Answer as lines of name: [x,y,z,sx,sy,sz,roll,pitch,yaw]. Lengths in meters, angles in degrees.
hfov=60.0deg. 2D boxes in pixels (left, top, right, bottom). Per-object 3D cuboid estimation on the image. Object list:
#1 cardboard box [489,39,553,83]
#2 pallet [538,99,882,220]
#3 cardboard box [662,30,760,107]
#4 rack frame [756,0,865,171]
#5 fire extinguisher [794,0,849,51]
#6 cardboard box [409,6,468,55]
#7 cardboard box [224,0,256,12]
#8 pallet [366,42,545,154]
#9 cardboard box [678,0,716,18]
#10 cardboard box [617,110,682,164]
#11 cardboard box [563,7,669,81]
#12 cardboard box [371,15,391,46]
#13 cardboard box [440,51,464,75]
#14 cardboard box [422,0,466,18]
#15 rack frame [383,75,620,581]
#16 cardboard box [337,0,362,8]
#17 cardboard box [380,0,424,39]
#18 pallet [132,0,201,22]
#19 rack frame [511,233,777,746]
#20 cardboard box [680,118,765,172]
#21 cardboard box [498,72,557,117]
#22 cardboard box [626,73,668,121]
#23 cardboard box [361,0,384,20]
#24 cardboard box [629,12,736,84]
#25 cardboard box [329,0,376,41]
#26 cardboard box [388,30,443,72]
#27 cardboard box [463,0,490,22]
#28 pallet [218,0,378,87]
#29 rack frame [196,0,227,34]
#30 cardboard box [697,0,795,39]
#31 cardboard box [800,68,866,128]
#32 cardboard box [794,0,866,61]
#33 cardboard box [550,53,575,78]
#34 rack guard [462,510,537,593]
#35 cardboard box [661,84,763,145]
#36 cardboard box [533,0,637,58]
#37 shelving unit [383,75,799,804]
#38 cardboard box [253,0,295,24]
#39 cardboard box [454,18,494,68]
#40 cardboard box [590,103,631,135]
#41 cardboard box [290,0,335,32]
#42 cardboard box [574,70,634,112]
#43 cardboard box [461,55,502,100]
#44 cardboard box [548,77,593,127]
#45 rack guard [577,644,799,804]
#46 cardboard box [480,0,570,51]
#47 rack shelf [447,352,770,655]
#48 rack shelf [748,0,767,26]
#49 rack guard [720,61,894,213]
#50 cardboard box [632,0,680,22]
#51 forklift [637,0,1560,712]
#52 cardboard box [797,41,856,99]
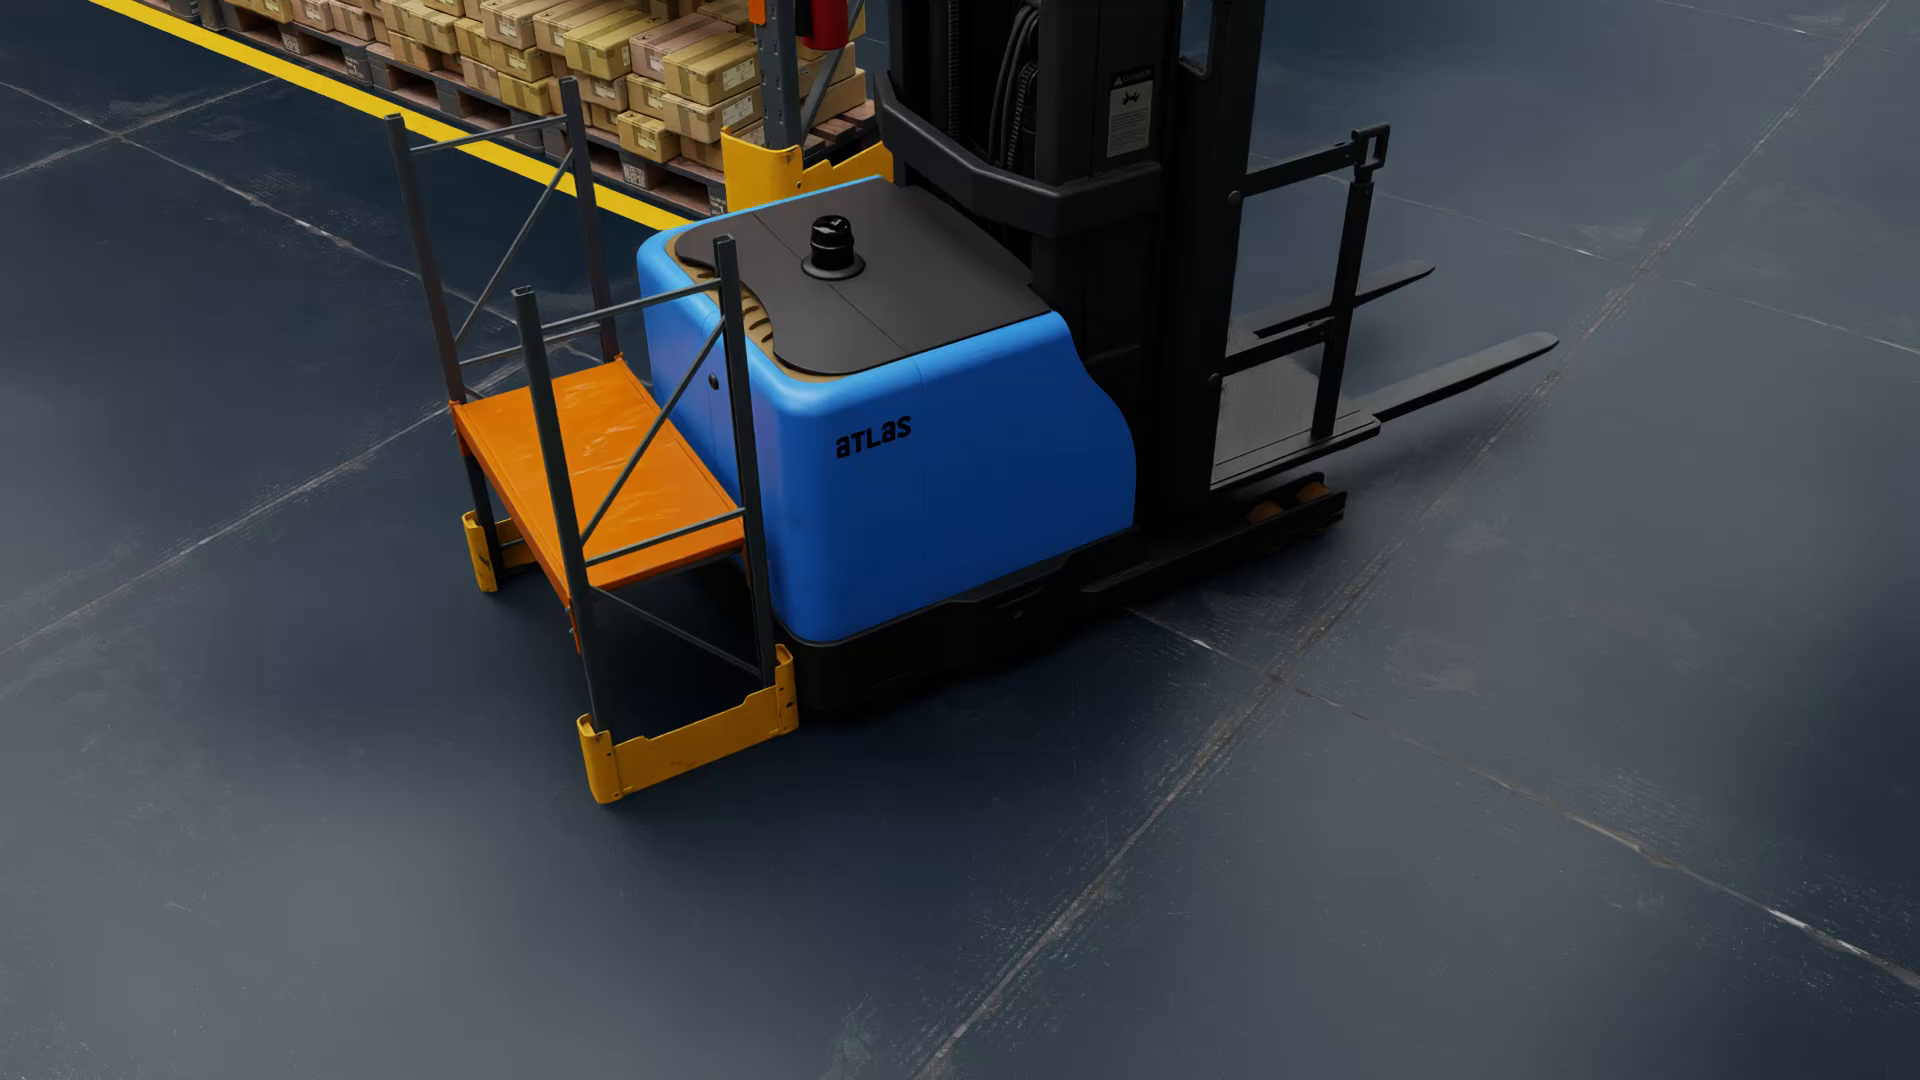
cardboard box: [-1.833,-2.167,7.315,0.250,0.149,0.380,26,45,29]
pallet: [-1.091,-1.820,7.403,1.213,0.211,1.003,25,45,29]
cardboard box: [-0.982,-1.919,6.757,0.250,0.149,0.380,26,45,29]
rack frame: [-0.407,-2.568,6.097,0.127,3.000,1.000,25,45,29]
fire extinguisher: [-0.487,-2.070,5.826,0.183,0.674,0.296,25,45,29]
cardboard box: [-2.261,-2.362,7.564,0.250,0.149,0.380,26,45,29]
cardboard box: [-3.490,-2.815,8.384,0.250,0.149,0.380,23,44,27]
pallet: [-2.056,-2.277,7.987,1.213,0.211,1.003,25,45,29]
cardboard box: [-1.031,-2.409,7.383,0.250,0.149,0.380,25,45,28]
cardboard box: [-1.218,-1.752,7.027,0.250,0.149,0.380,27,45,30]
cardboard box: [-1.429,-2.076,6.958,0.250,0.149,0.380,24,44,28]
cardboard box: [-2.583,-2.494,7.974,0.250,0.149,0.380,23,44,27]
cardboard box: [-2.180,-2.288,7.711,0.250,0.149,0.380,27,45,30]
cardboard box: [-2.211,-2.515,7.518,0.250,0.149,0.380,25,45,29]
rack frame: [-1.222,-0.547,4.729,0.500,1.500,0.032,-20,42,-23]
cardboard box: [-2.807,-2.707,8.004,0.250,0.149,0.380,23,44,26]
cardboard box: [-2.441,-2.466,7.698,0.250,0.149,0.380,25,44,28]
pallet: [-4.204,-3.259,9.241,1.213,0.211,1.003,25,45,29]
rack frame: [-0.715,-0.004,4.035,0.500,1.500,0.032,-20,42,-23]
cardboard box: [-0.952,-1.706,6.967,0.250,0.149,0.380,26,45,29]
cardboard box: [-1.820,-2.045,7.400,0.250,0.149,0.380,23,44,27]
cardboard box: [-1.175,-1.910,6.987,0.250,0.149,0.380,24,44,28]
cardboard box: [-2.603,-2.592,7.858,0.250,0.149,0.380,27,46,30]
cardboard box: [-1.146,-2.041,6.913,0.250,0.149,0.380,26,45,29]
cardboard box: [-2.818,-2.577,8.080,0.250,0.149,0.380,24,44,28]
cardboard box: [-2.435,-2.349,7.789,0.250,0.149,0.380,24,44,27]
cardboard box: [-1.986,-2.431,7.411,0.250,0.149,0.380,24,44,27]
pallet: [-3.029,-2.734,8.571,1.213,0.211,1.003,25,45,29]
rack frame: [-3.584,-4.066,8.010,0.127,3.000,1.000,25,45,29]
cardboard box: [-0.909,-2.252,7.182,0.250,0.149,0.380,26,45,29]
cardboard box: [-0.629,-1.964,7.297,0.250,0.149,0.380,26,45,29]
cardboard box: [-0.617,-2.208,7.126,0.250,0.149,0.380,23,44,27]
cardboard box: [-1.565,-2.131,7.269,0.250,0.149,0.380,25,44,28]
rack guard: [-1.209,-0.045,5.103,0.587,0.250,0.087,-20,42,-23]
cardboard box: [-1.000,-1.786,6.828,0.250,0.149,0.380,24,44,27]
cardboard box: [-1.596,-2.204,7.121,0.250,0.149,0.380,23,44,27]
shelving unit: [-0.964,-0.270,4.376,0.587,1.500,1.083,-20,42,-23]
cardboard box: [-3.279,-2.715,8.257,0.250,0.149,0.380,27,45,30]
cardboard box: [-2.025,-2.272,7.450,0.250,0.149,0.380,28,46,31]
cardboard box: [-1.375,-1.894,7.207,0.250,0.149,0.380,25,44,28]
cardboard box: [-3.050,-2.648,8.171,0.250,0.149,0.380,25,44,28]
cardboard box: [-1.414,-1.980,7.076,0.250,0.149,0.380,23,44,27]
cardboard box: [-2.025,-2.157,7.543,0.250,0.149,0.380,26,45,29]
cardboard box: [-1.579,-1.980,7.317,0.250,0.149,0.380,26,45,29]
rack guard: [-0.712,0.487,4.423,0.587,0.250,0.087,-20,42,-23]
cardboard box: [-1.844,-2.278,7.215,0.250,0.149,0.380,27,45,30]
rack shelf: [-0.967,-0.134,4.494,0.538,0.185,1.000,-20,42,-23]
rack shelf: [-1.996,-3.034,7.275,4.000,0.370,1.077,25,45,29]
rack guard: [-0.467,-1.612,6.904,0.348,0.500,1.175,25,45,29]
cardboard box: [-1.279,-2.461,7.450,0.250,0.149,0.380,23,44,27]
forklift: [0.620,-1.365,4.615,3.031,2.935,1.130,-21,43,-24]
cardboard box: [-0.667,-2.050,7.166,0.250,0.149,0.380,27,46,30]
